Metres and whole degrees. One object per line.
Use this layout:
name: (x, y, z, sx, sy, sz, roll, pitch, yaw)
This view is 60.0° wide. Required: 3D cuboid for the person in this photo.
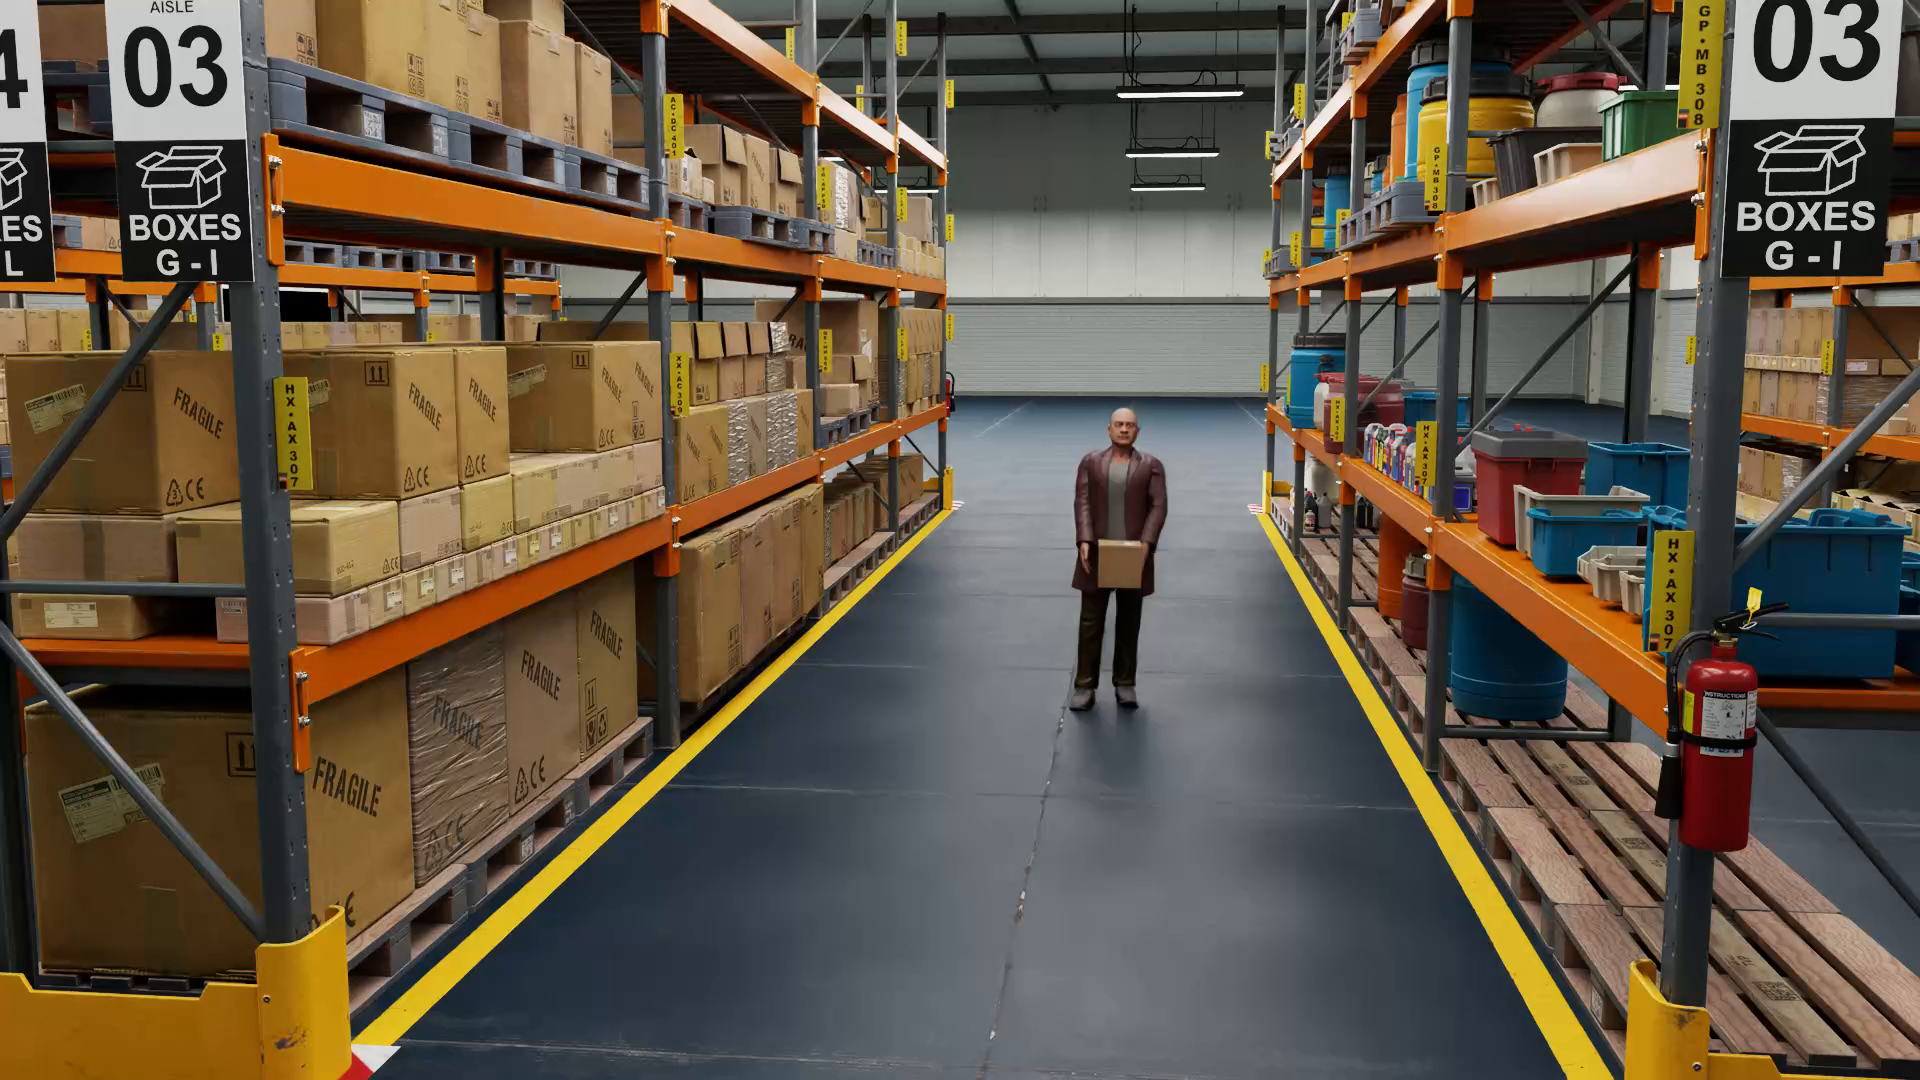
person: (0.951, 0.107, 9.958, 0.571, 1.779, 0.537, 1, 8, 8)
